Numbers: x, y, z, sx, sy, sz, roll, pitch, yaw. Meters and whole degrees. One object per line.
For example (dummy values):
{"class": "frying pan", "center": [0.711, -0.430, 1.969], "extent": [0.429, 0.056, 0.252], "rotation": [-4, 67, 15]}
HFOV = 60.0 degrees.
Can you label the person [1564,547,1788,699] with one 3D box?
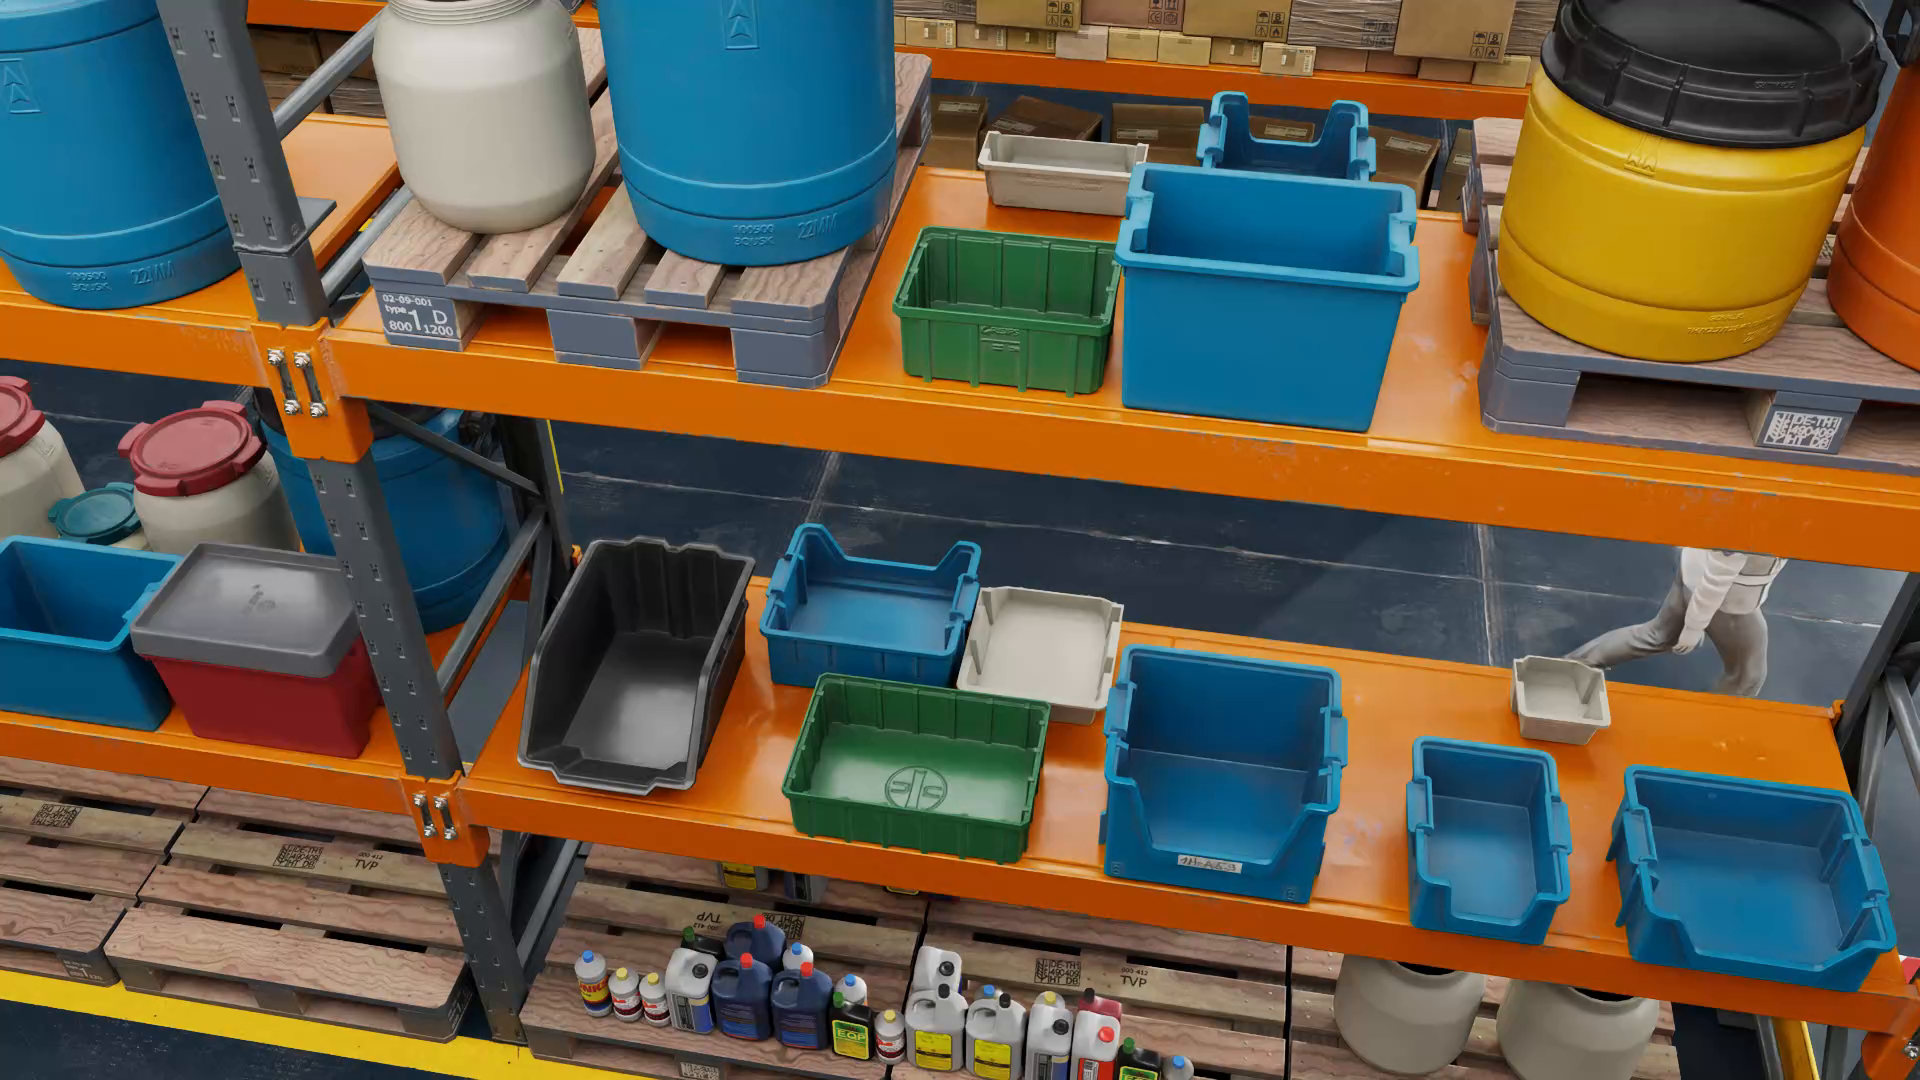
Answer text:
{"class": "person", "center": [2.714, 0.142, 5.977], "extent": [0.942, 1.637, 0.505], "rotation": [10, 42, 12]}
